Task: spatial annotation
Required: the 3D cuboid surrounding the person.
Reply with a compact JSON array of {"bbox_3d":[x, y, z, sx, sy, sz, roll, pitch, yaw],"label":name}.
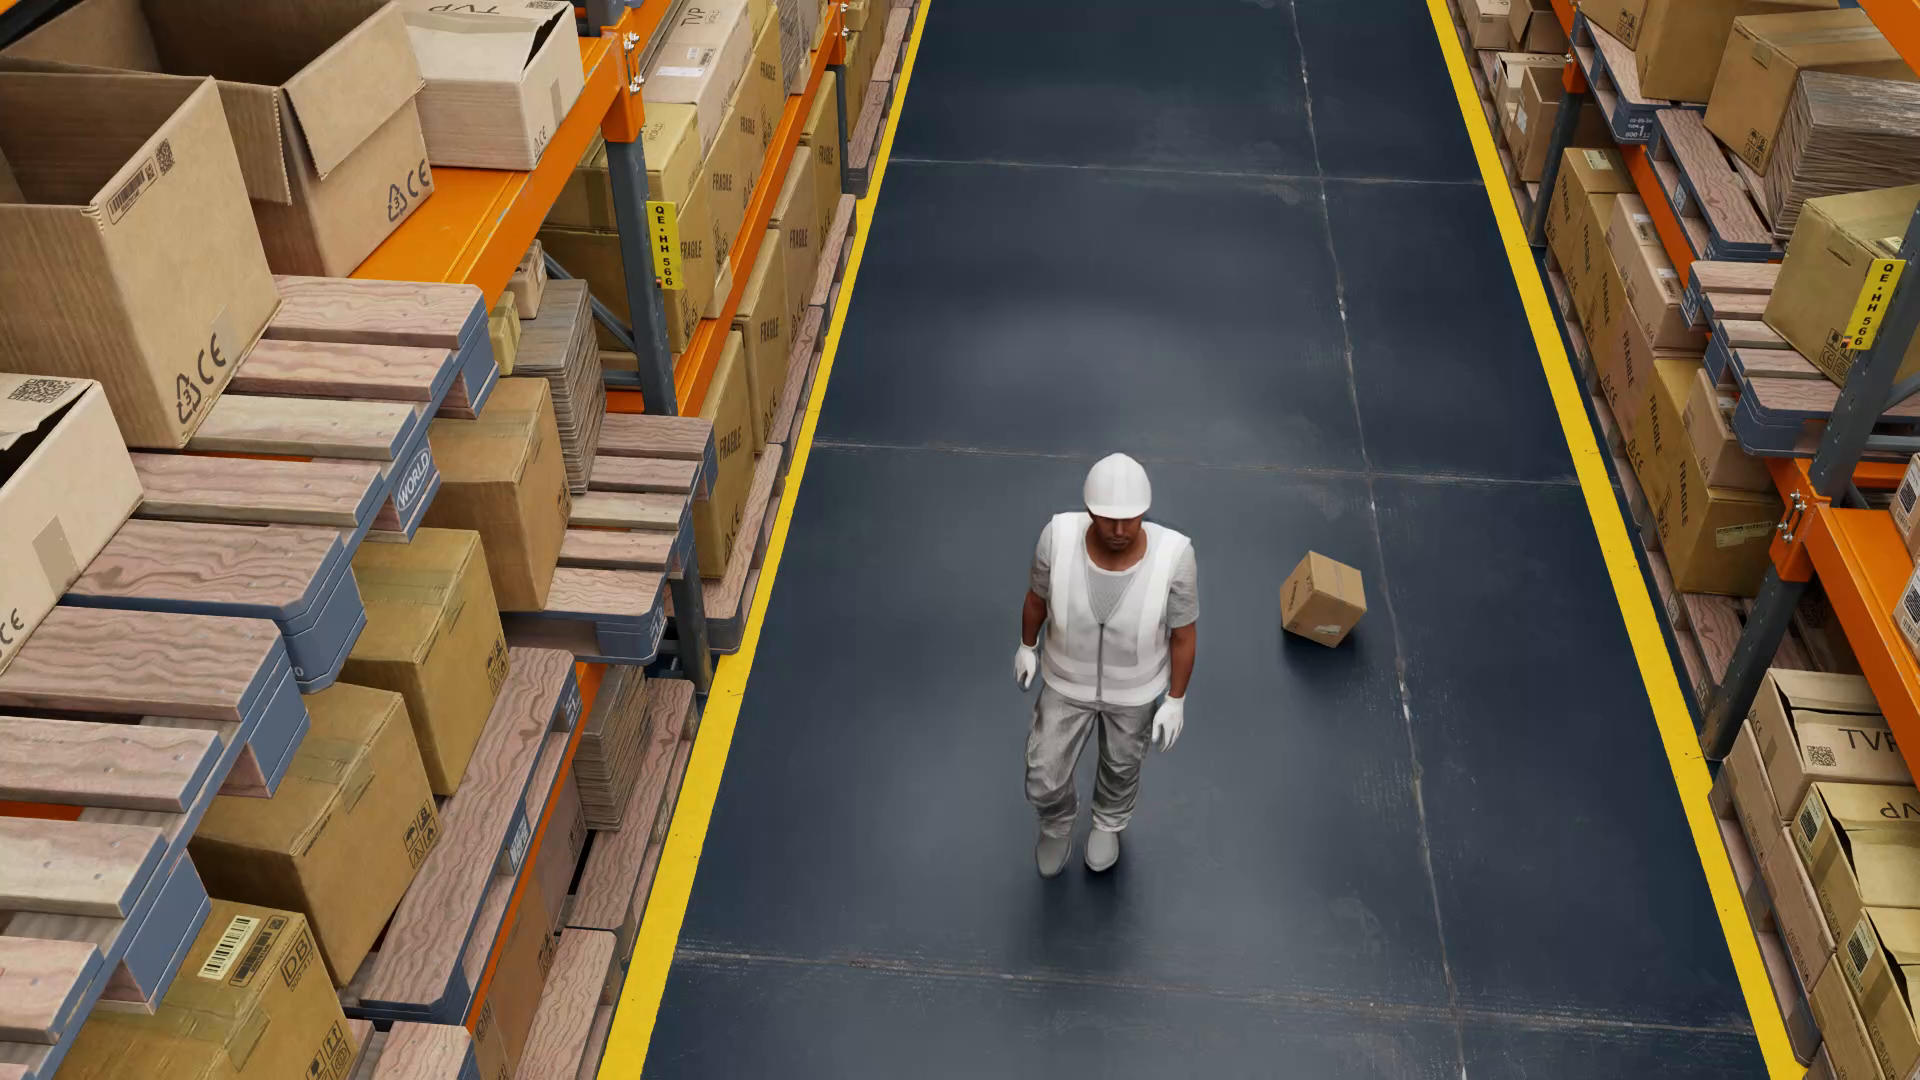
[{"bbox_3d":[0.460,0.499,5.521,0.603,1.820,0.471,6,40,7],"label":"person"}]
